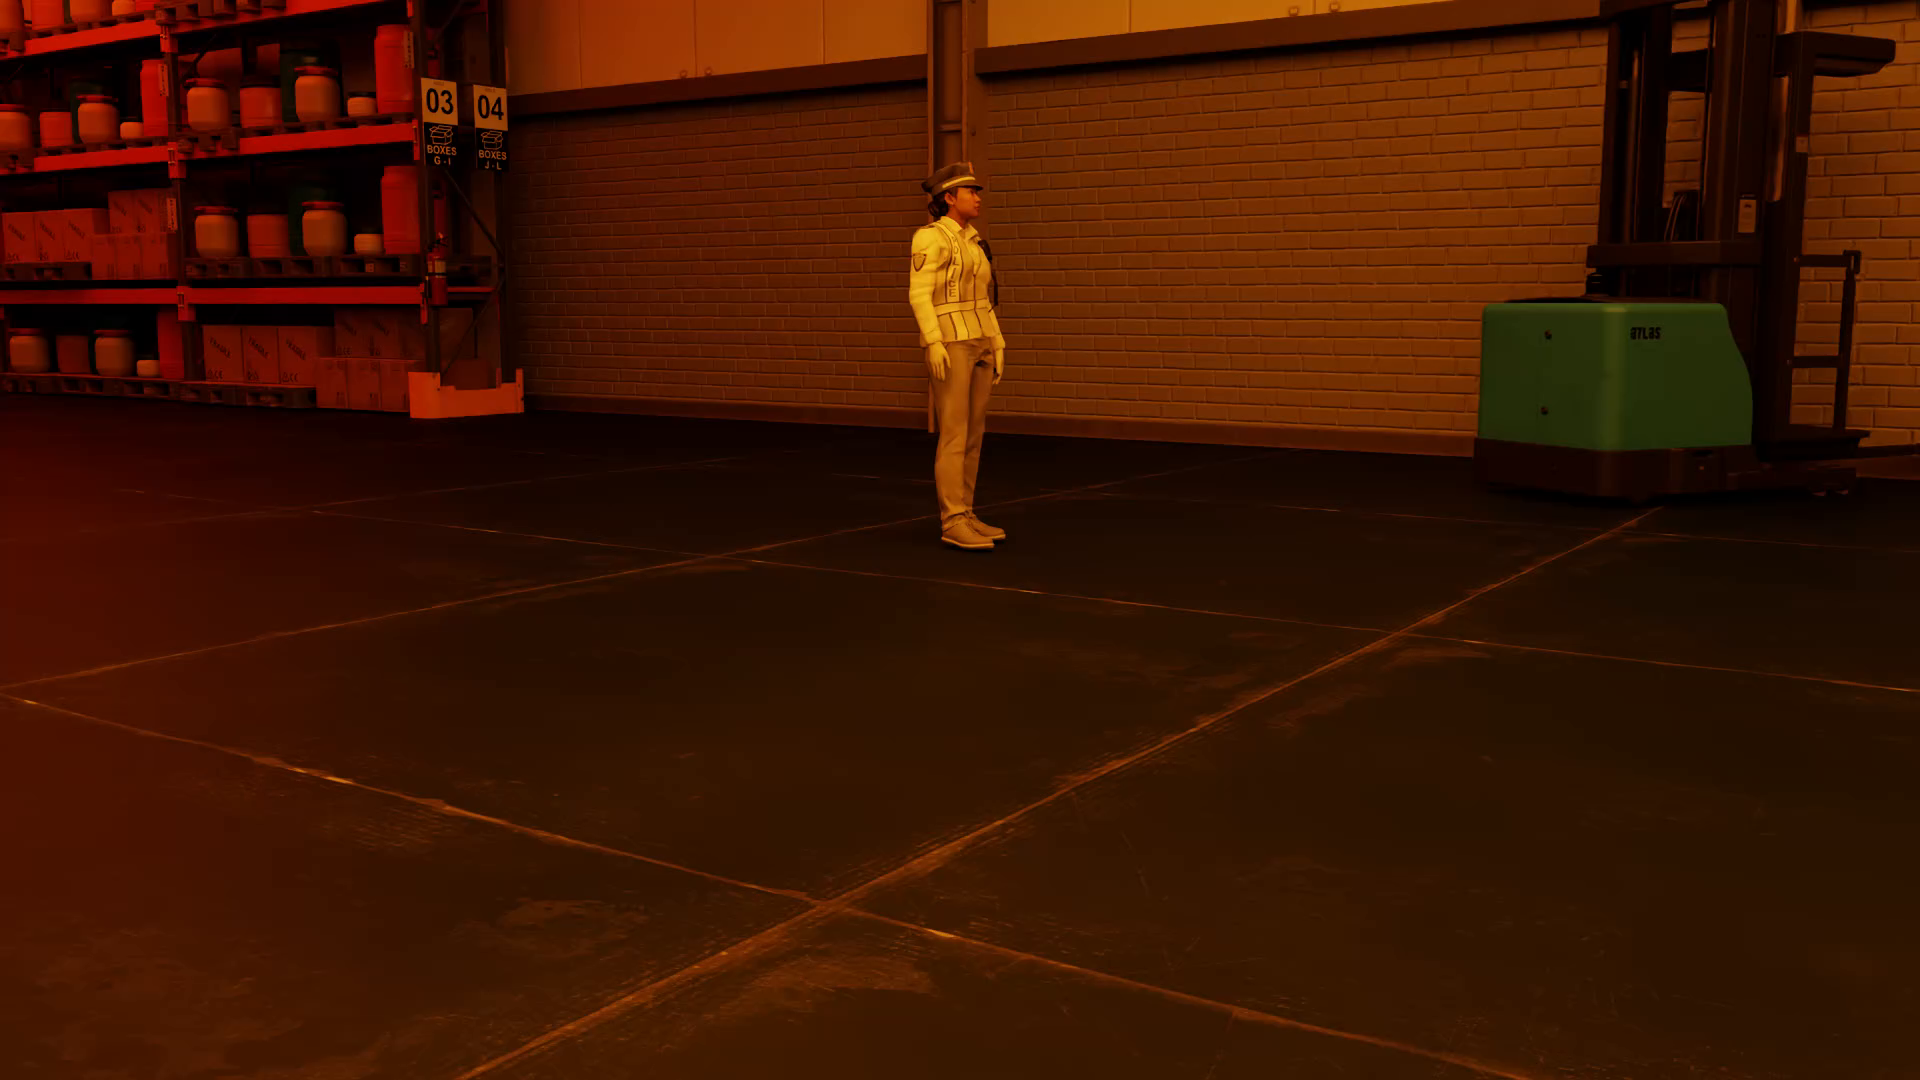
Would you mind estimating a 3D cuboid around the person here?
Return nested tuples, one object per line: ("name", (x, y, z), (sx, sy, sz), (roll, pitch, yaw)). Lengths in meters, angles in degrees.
("person", (0.053, -0.840, 7.440), (0.531, 1.695, 0.588), (5, 10, 34))

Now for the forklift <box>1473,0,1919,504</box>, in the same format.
("forklift", (4.493, -1.754, 9.528), (3.031, 2.935, 1.130), (-4, 9, -25))
